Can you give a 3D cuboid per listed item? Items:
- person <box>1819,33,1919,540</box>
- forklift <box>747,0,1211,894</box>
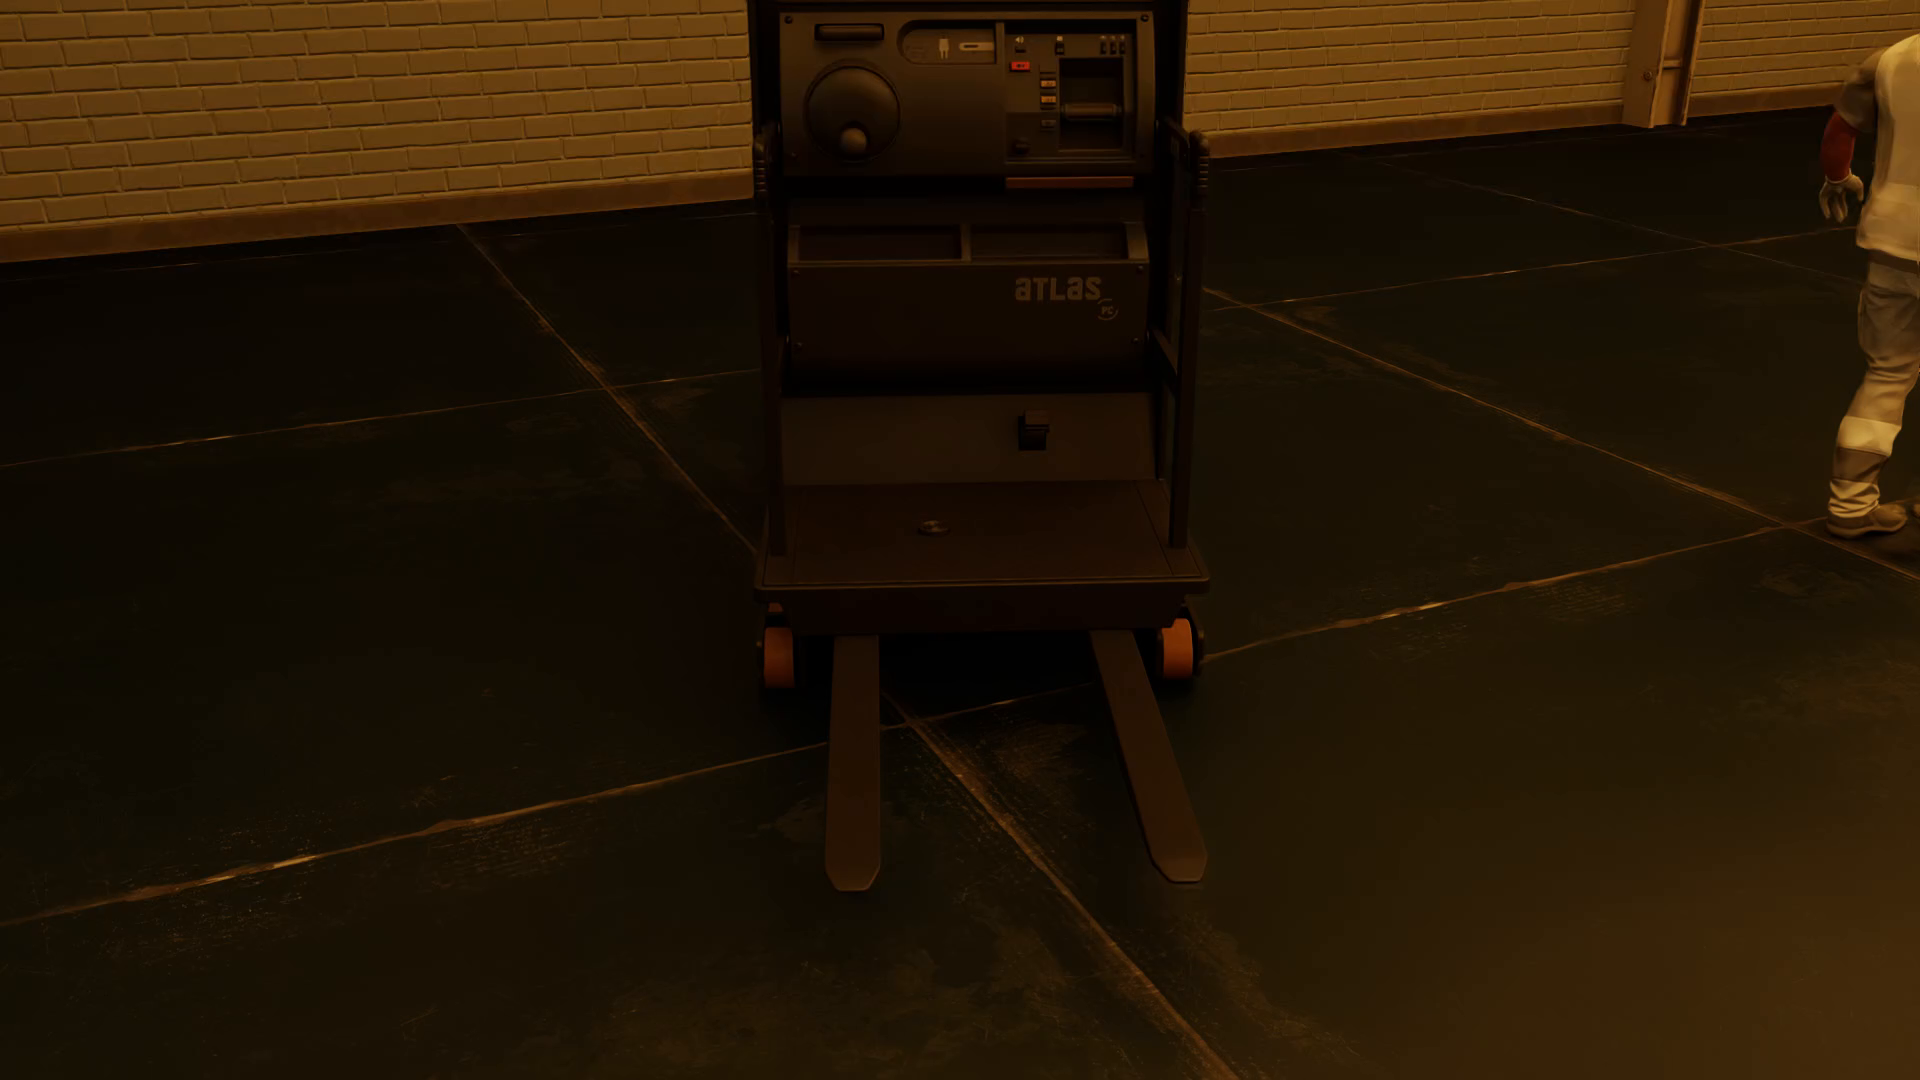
[{"bbox_3d":[2.846,-0.833,4.854,0.483,1.786,0.898,-11,25,-26],"label":"person"},{"bbox_3d":[0.033,-1.101,3.935,1.130,2.935,3.031,-1,23,-3],"label":"forklift"}]
